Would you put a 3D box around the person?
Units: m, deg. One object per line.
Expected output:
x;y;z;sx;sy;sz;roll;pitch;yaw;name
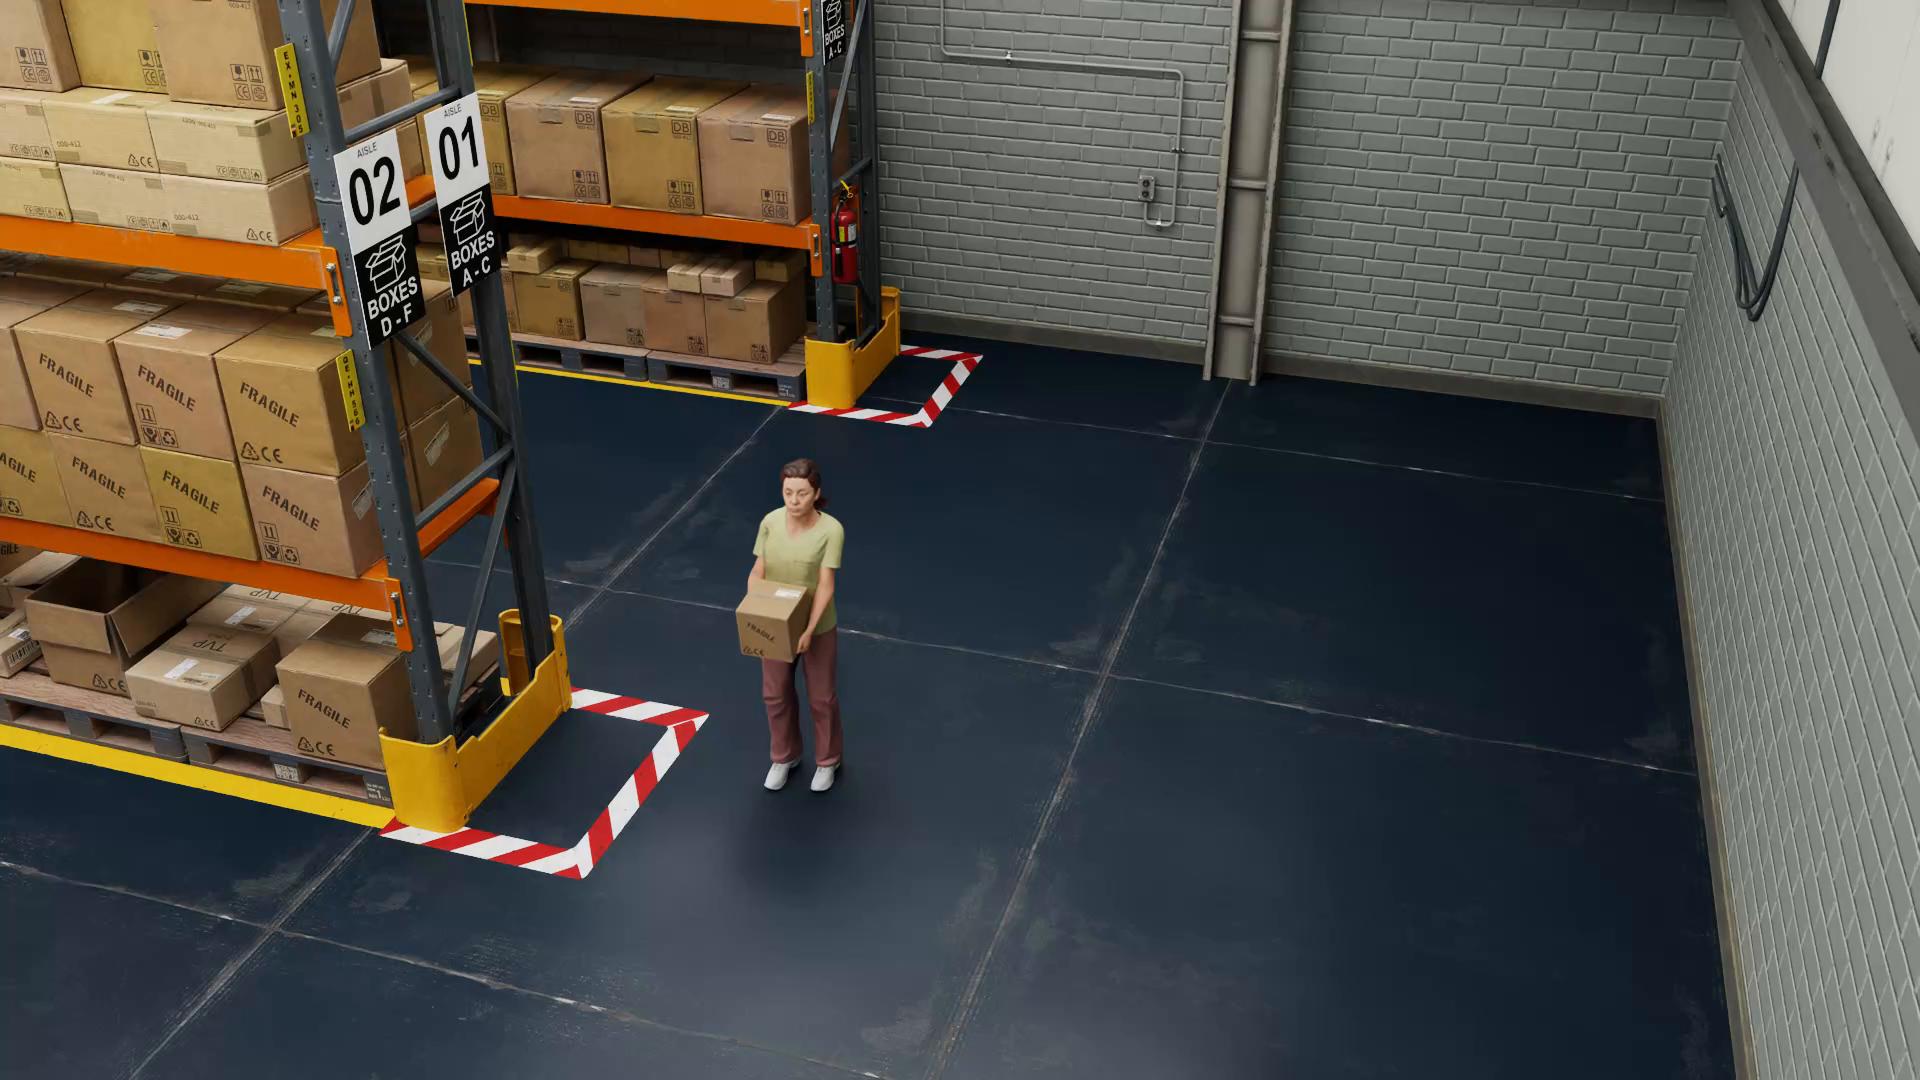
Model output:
-0.767;0.430;7.750;0.426;1.665;0.549;9;31;16;person
